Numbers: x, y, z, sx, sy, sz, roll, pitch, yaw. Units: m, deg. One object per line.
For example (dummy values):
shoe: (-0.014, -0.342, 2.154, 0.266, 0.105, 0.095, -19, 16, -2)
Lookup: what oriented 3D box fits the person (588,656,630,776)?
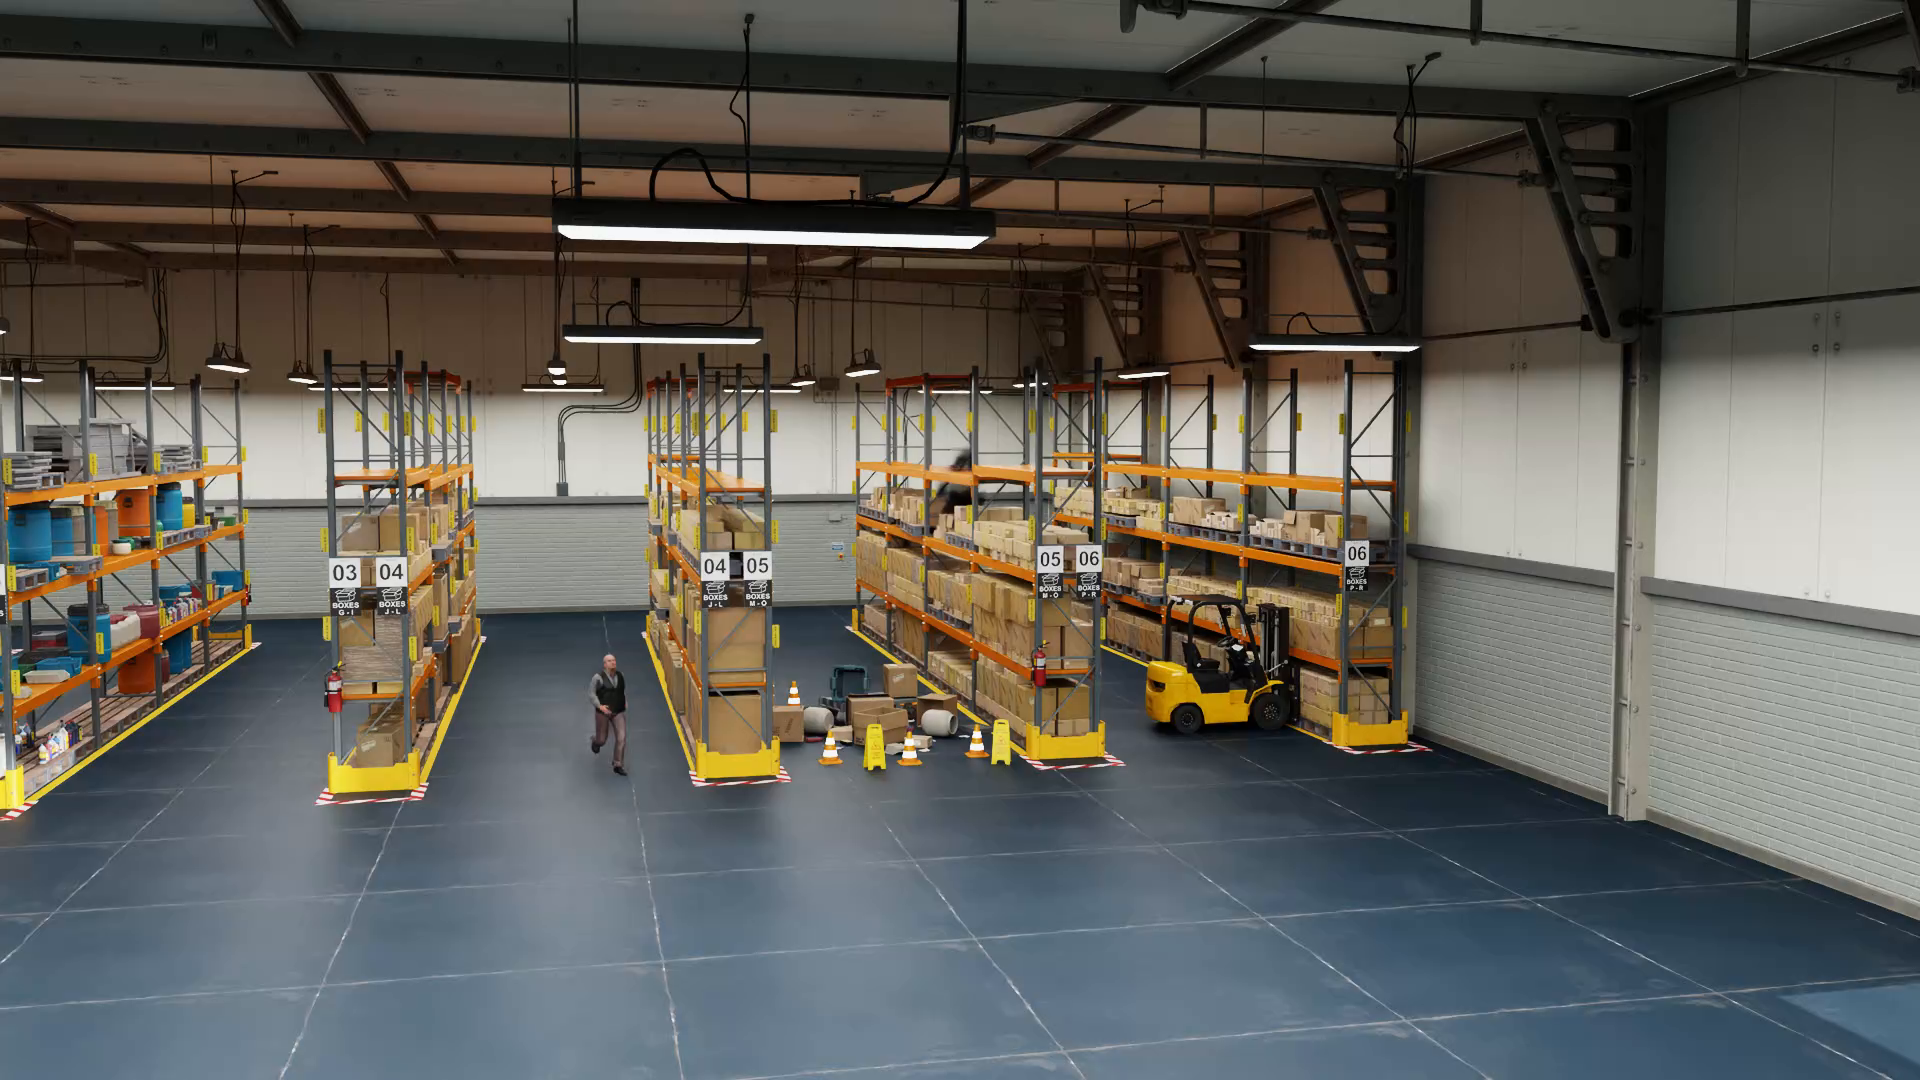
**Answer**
person: (-5.044, 2.514, 24.009, 0.654, 1.700, 0.900, -2, 5, -29)
